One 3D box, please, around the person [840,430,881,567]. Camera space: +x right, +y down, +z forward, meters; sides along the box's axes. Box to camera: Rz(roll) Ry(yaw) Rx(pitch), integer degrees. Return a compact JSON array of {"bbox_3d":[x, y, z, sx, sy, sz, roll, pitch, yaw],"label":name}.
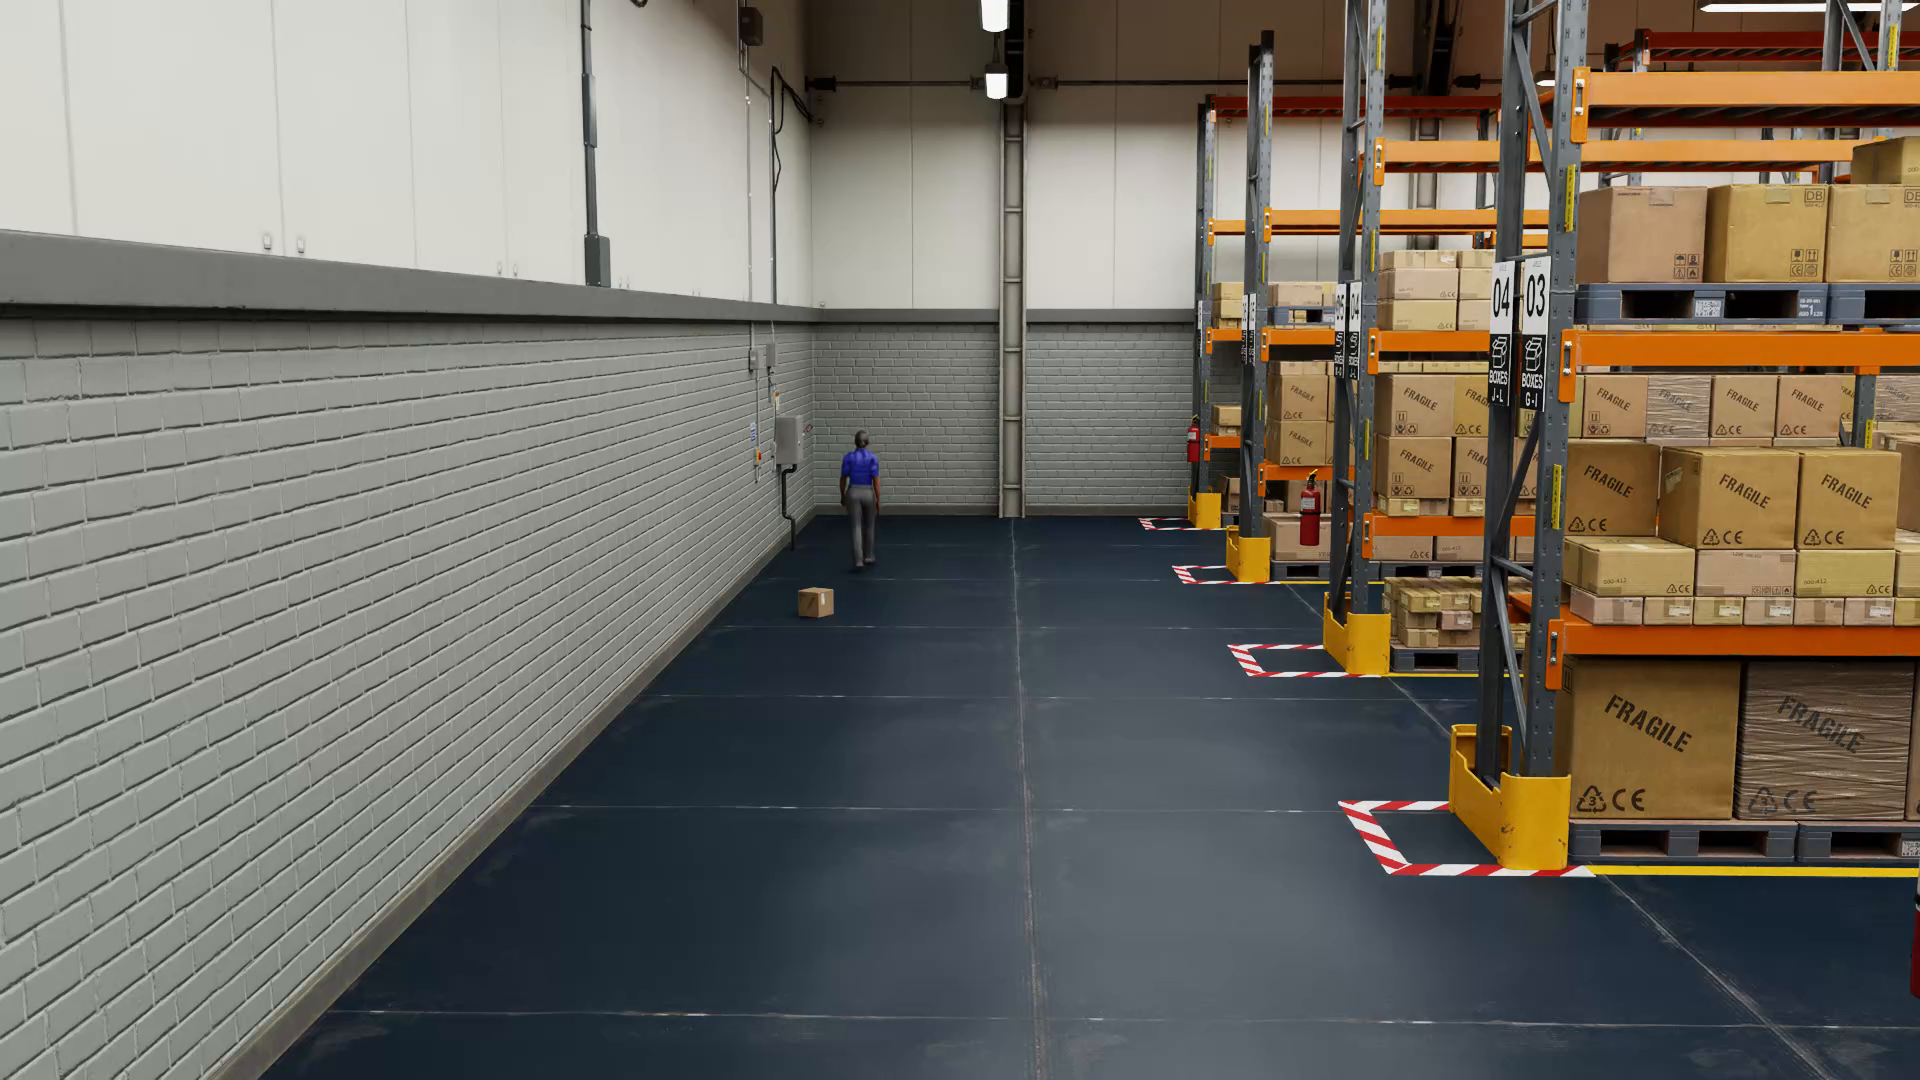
[{"bbox_3d":[-1.180,-0.504,19.642,0.477,1.593,0.980,-1,7,-4],"label":"person"}]
